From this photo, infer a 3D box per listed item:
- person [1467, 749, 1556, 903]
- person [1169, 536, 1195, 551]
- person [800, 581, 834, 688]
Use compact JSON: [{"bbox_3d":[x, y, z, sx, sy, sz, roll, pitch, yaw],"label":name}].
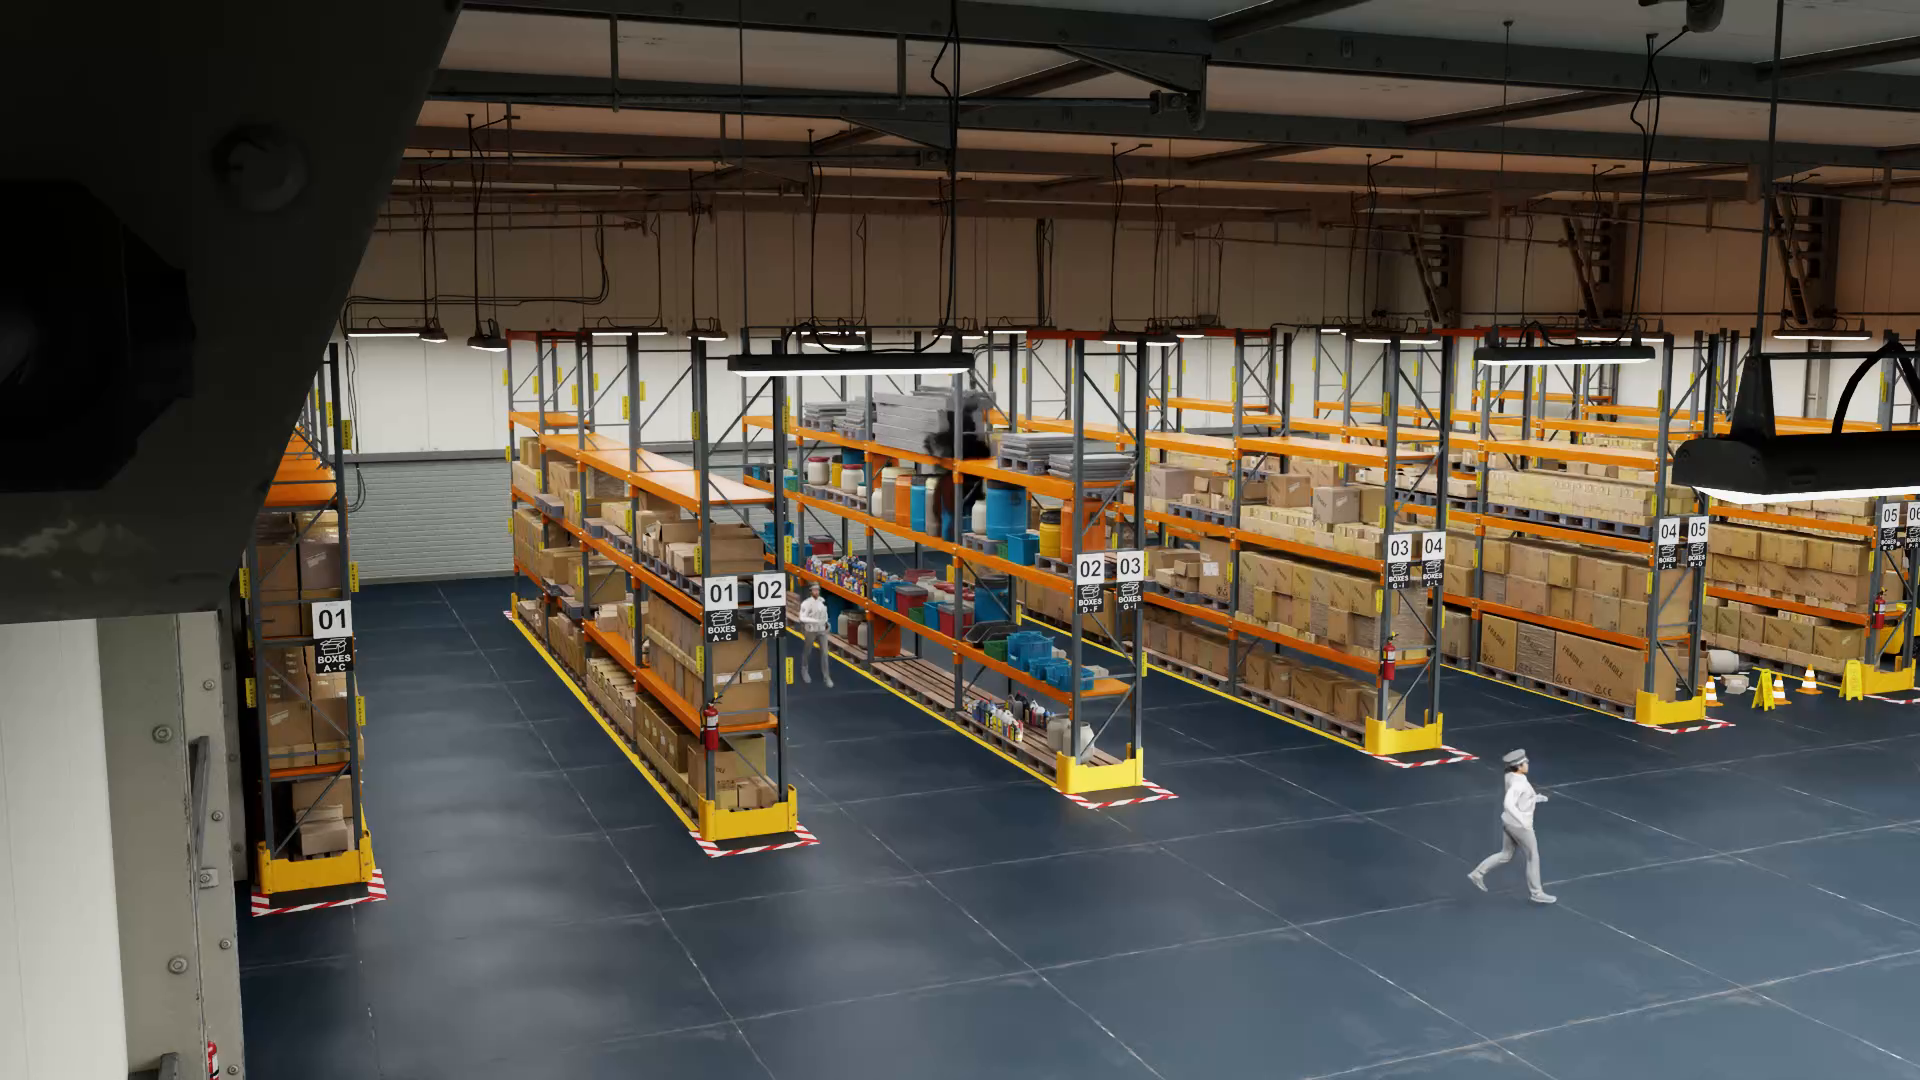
[{"bbox_3d":[5.966,3.061,17.853,0.933,1.675,0.617,0,8,-1],"label":"person"},{"bbox_3d":[5.489,-0.218,41.677,0.944,1.774,0.742,4,9,29],"label":"person"},{"bbox_3d":[-2.348,1.521,27.141,0.605,1.735,0.872,-5,9,-32],"label":"person"}]
